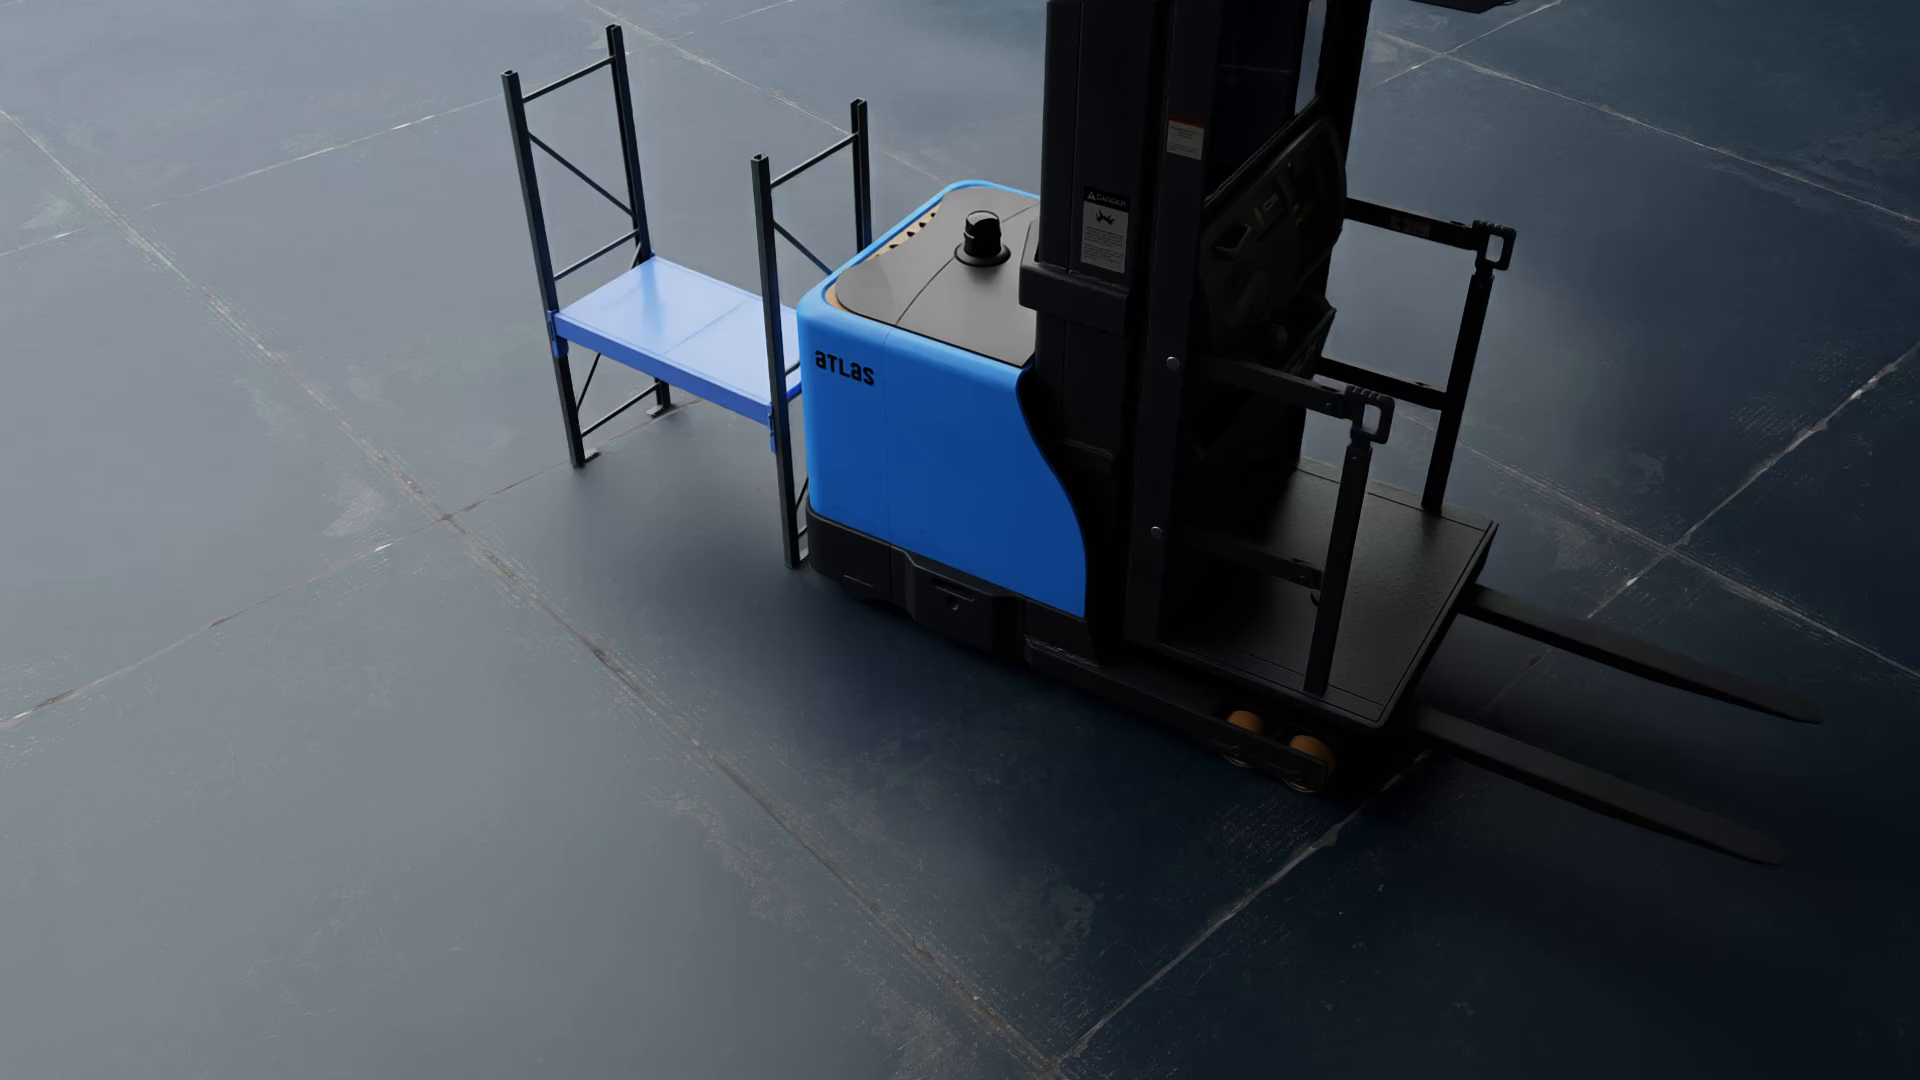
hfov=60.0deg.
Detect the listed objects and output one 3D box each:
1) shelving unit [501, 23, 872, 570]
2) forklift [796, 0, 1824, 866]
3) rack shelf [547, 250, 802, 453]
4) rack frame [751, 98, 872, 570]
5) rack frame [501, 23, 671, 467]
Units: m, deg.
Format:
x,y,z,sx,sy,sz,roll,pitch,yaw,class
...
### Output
x,y,z,sx,sy,sz,roll,pitch,yaw,class
-0.852,-0.801,5.547,1.048,1.500,0.538,24,45,27,shelving unit
1.022,-0.790,4.395,3.031,2.935,1.130,21,43,24,forklift
-0.852,-0.661,5.661,1.000,0.185,0.538,24,45,27,rack shelf
-0.436,-0.617,5.320,0.032,1.500,0.500,24,45,27,rack frame
-1.268,-0.984,5.775,0.032,1.500,0.500,24,45,27,rack frame
